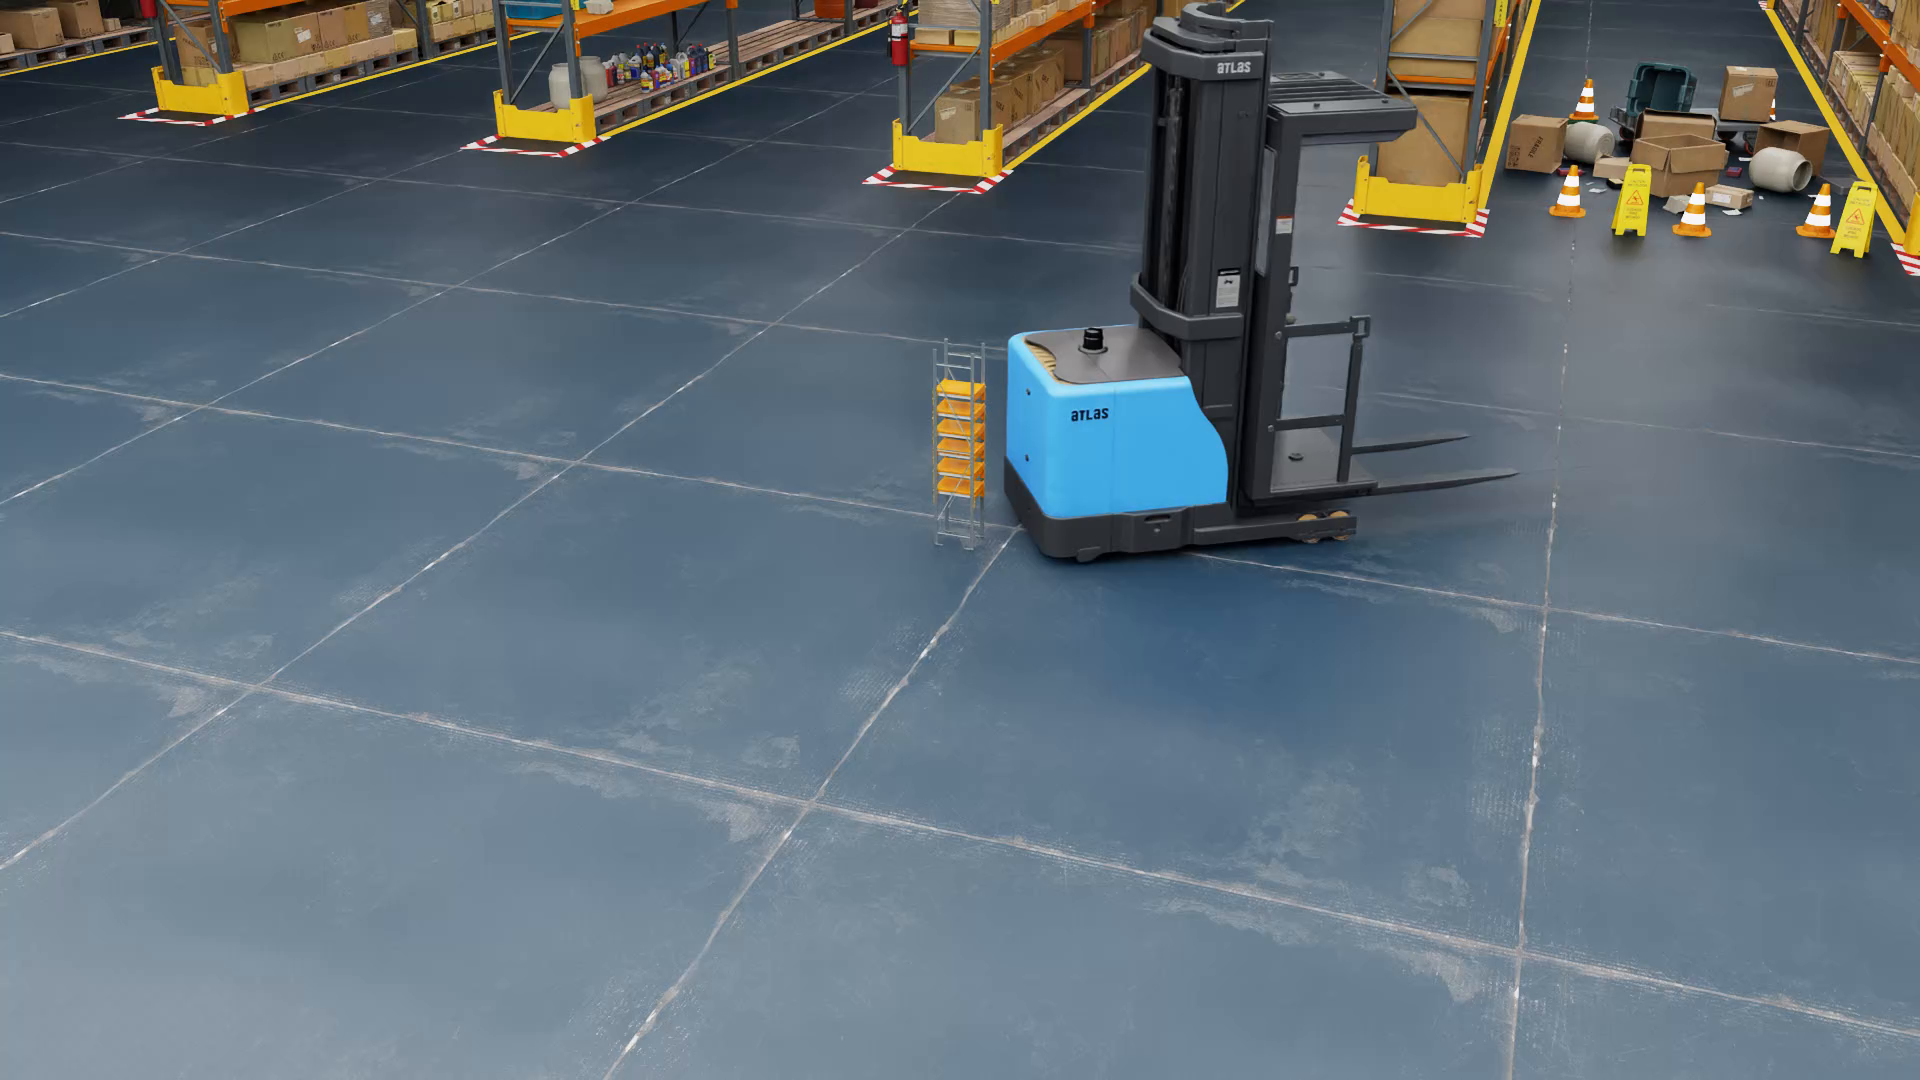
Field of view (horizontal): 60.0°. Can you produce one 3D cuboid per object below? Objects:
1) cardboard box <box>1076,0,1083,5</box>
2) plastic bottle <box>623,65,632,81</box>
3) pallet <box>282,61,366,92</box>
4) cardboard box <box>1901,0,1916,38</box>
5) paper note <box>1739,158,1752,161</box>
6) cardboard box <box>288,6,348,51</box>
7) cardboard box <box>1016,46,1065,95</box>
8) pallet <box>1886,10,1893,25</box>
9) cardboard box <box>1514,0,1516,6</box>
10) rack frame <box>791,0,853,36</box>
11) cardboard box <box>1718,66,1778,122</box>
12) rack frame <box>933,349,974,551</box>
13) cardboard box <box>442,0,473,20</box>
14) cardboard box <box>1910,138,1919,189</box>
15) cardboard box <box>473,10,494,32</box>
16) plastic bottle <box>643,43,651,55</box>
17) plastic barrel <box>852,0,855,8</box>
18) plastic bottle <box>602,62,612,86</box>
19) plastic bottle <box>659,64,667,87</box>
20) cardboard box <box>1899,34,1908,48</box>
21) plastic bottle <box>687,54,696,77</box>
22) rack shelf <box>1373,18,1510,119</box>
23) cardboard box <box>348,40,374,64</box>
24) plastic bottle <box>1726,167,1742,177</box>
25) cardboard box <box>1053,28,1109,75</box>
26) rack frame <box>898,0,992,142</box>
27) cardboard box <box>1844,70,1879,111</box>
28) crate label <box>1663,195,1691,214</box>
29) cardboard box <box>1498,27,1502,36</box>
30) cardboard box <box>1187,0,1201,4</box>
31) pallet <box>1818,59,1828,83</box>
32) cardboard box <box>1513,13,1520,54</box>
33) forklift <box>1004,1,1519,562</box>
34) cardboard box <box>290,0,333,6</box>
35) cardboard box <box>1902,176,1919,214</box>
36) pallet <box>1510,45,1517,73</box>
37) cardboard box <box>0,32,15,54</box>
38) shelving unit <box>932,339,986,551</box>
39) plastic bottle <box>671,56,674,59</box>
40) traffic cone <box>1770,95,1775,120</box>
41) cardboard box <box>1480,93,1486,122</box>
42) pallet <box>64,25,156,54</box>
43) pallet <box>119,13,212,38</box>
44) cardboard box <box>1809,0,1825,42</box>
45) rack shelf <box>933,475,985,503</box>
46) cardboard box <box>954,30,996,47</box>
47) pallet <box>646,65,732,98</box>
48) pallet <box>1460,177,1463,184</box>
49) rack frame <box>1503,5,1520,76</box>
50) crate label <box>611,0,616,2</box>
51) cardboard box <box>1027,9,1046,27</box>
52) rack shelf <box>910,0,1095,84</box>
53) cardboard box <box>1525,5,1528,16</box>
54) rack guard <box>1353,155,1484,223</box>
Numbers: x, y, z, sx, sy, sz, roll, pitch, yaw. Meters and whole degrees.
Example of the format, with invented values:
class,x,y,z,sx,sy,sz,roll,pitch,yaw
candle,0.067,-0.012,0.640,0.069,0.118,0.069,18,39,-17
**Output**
class,x,y,z,sx,sy,sz,roll,pitch,yaw
cardboard box,1.285,-6.632,20.293,0.380,0.149,0.250,9,27,17
plastic bottle,-4.297,-6.034,21.477,0.097,0.201,0.097,0,26,0
pallet,-8.878,-6.336,22.595,1.003,0.211,1.213,9,27,17
cardboard box,9.962,-5.369,16.940,0.500,0.500,0.500,9,27,17
paper note,8.731,-4.233,18.458,0.148,0.019,0.142,9,27,17
cardboard box,-8.610,-6.865,22.298,0.500,0.500,0.500,9,27,17
cardboard box,1.001,-5.882,20.844,0.500,0.500,0.500,8,27,16
pallet,10.908,-5.747,18.397,1.003,0.211,1.213,9,27,17
cardboard box,6.411,-6.646,19.920,0.500,0.500,0.500,9,27,18
rack frame,-2.168,-9.339,25.597,1.000,3.000,0.127,9,27,17
cardboard box,8.828,-5.002,18.637,0.500,0.500,0.500,9,27,17
rack frame,-0.035,-0.496,9.399,0.240,1.200,0.006,9,27,17
cardboard box,-7.625,-7.958,24.773,0.500,0.311,0.500,8,27,17
cardboard box,9.206,-3.552,15.457,0.500,0.500,0.500,9,27,18
cardboard box,-7.460,-7.920,25.338,0.500,0.250,0.500,8,27,16
plastic bottle,-4.159,-6.430,22.122,0.144,0.351,0.185,10,27,19
plastic barrel,-1.918,-8.857,26.974,0.421,0.512,0.421,0,26,0
plastic bottle,-4.523,-5.942,21.200,0.152,0.276,0.135,9,27,18
plastic bottle,-3.786,-5.903,21.127,0.097,0.271,0.097,0,26,0
cardboard box,10.074,-5.233,17.403,0.380,0.149,0.250,10,27,19
plastic bottle,-3.521,-6.212,21.751,0.061,0.283,0.133,11,28,21
rack shelf,5.149,-5.071,17.606,1.077,0.370,4.000,9,27,17
cardboard box,-8.446,-6.733,22.887,0.500,0.250,0.500,9,27,17
plastic bottle,8.319,-3.959,17.857,0.133,0.061,0.283,14,29,26
cardboard box,1.572,-6.493,22.081,0.700,0.500,0.500,9,27,17
rack frame,-0.160,-5.333,17.323,1.000,3.000,0.127,9,27,17
cardboard box,11.155,-5.344,19.879,0.950,0.372,0.625,10,27,19
crate label,7.155,-3.325,16.460,0.250,0.136,0.298,-5,26,-9
cardboard box,5.542,-5.901,18.324,0.875,0.550,0.550,9,27,17
cardboard box,3.056,-8.499,25.818,1.225,0.875,0.875,9,27,18
pallet,12.181,-6.242,22.399,1.003,0.211,1.213,9,27,17
cardboard box,7.622,-7.178,23.519,0.500,0.500,0.500,8,27,15
forklift,1.842,-1.517,9.519,3.031,2.935,1.130,-6,26,-12
cardboard box,-8.951,-7.148,22.884,0.500,0.500,0.500,9,27,17
cardboard box,9.209,-3.229,15.650,0.500,0.250,0.500,9,27,17
pallet,7.408,-6.926,23.812,1.003,0.211,1.213,9,27,17
cardboard box,-13.668,-6.982,23.308,0.500,0.311,0.500,11,28,22
shelving unit,-0.005,-0.534,9.476,0.258,1.200,0.189,9,27,17
plastic bottle,-3.718,-6.157,21.637,0.061,0.283,0.133,9,27,17
traffic cone,9.609,-5.111,19.775,0.336,0.463,0.334,9,27,17
cardboard box,5.540,-5.201,19.005,0.875,0.875,0.875,9,27,18
pallet,-13.032,-7.596,25.196,1.003,0.211,1.213,9,27,17
pallet,-12.584,-8.197,26.438,1.003,0.211,1.213,9,27,17
cardboard box,13.048,-7.794,24.361,0.875,0.875,0.875,10,27,19
rack shelf,-0.005,-0.278,9.600,0.258,0.103,0.180,9,27,17
cardboard box,0.160,-5.303,17.548,0.380,0.149,0.250,9,27,17
pallet,-3.762,-6.170,22.252,1.003,0.211,1.213,9,27,17
pallet,4.676,-3.657,17.062,1.003,0.211,1.213,9,27,17
rack frame,7.146,-7.860,22.542,1.000,3.000,0.127,9,27,17
crate label,-4.473,-6.863,20.442,0.502,0.435,0.616,9,27,17
cardboard box,0.751,-5.905,18.792,0.380,0.149,0.250,9,27,17
rack shelf,0.506,-5.831,19.177,1.077,0.370,4.000,9,27,17
cardboard box,8.901,-8.513,26.679,0.380,0.149,0.250,8,27,15
rack guard,4.476,-3.438,16.276,1.175,0.500,0.348,9,27,17
